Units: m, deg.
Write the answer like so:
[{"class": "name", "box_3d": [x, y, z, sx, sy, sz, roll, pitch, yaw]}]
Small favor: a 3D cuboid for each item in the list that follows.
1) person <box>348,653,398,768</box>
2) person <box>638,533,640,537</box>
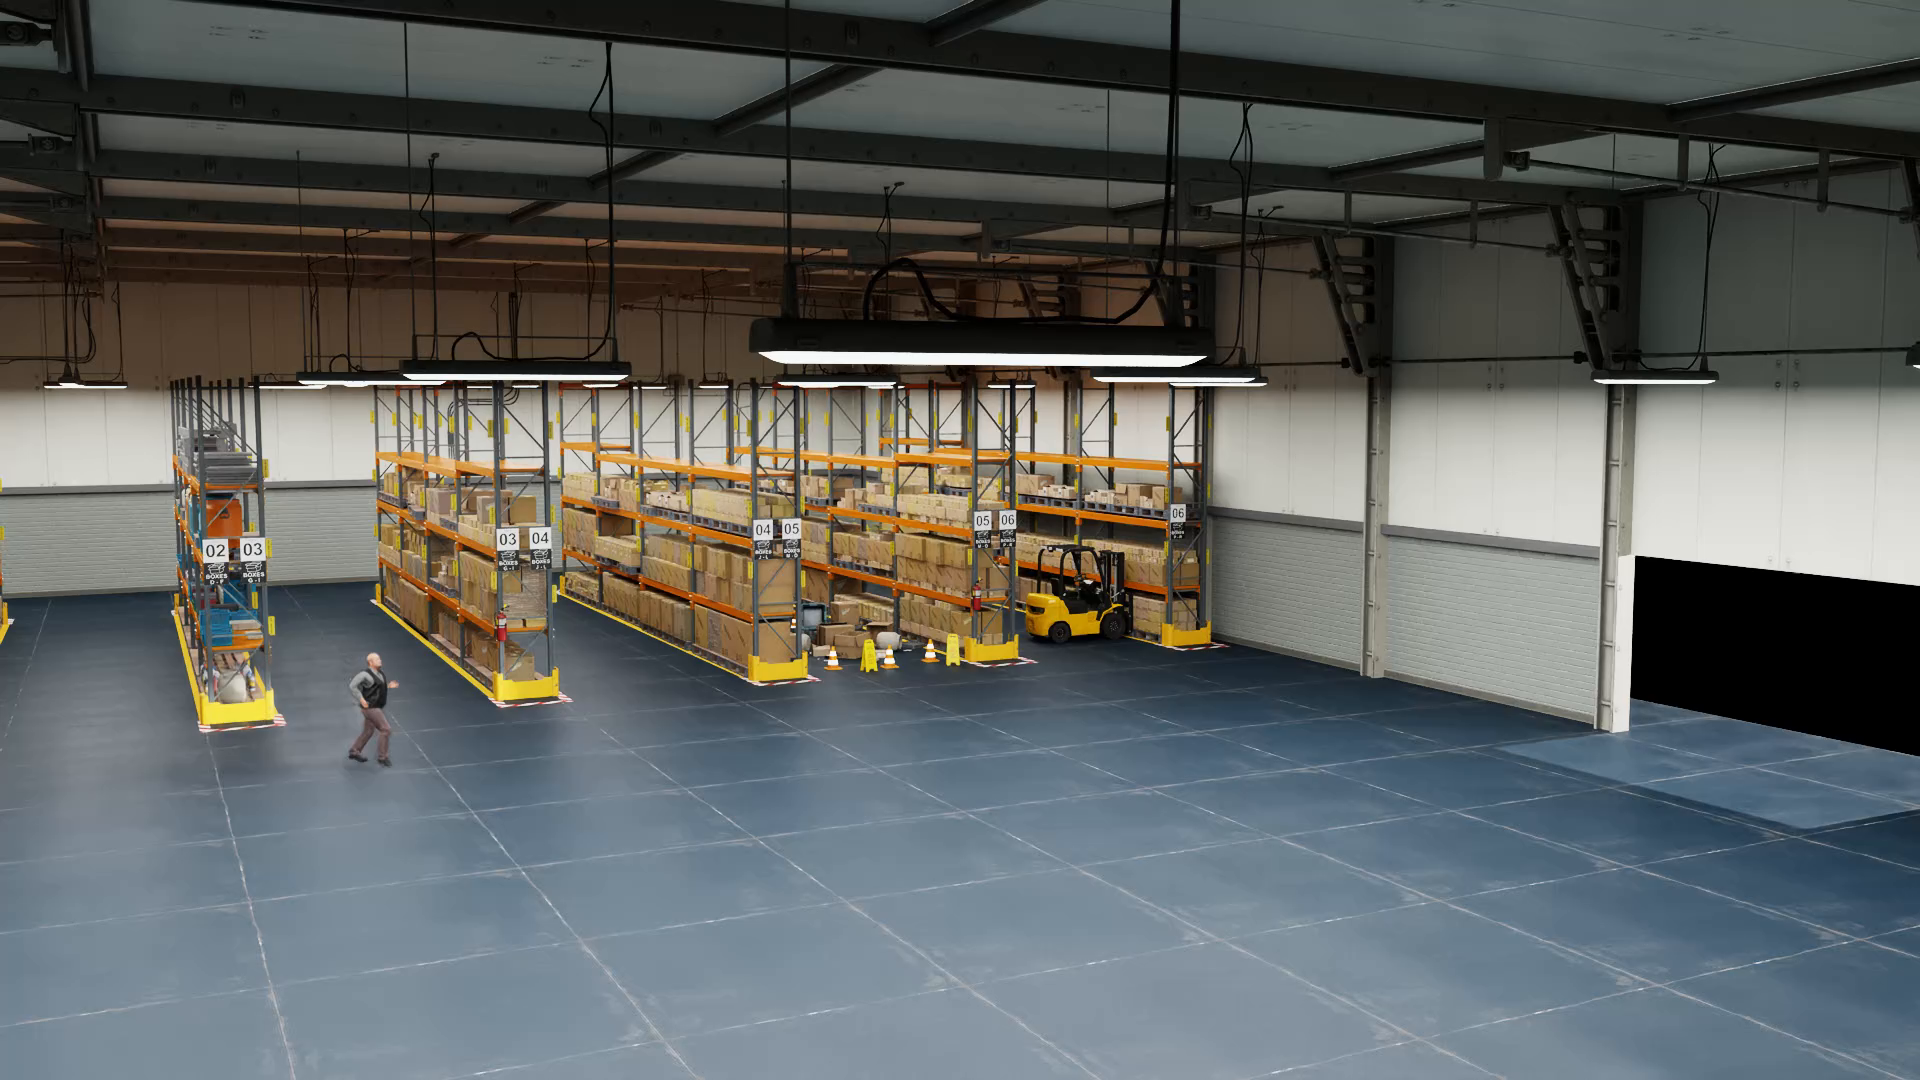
[{"class": "person", "box_3d": [-8.993, 2.616, 25.465, 0.781, 1.791, 0.628, 0, 5, -2]}, {"class": "person", "box_3d": [-9.738, 0.433, 49.574, 0.857, 1.846, 0.693, -3, 6, -26]}]
